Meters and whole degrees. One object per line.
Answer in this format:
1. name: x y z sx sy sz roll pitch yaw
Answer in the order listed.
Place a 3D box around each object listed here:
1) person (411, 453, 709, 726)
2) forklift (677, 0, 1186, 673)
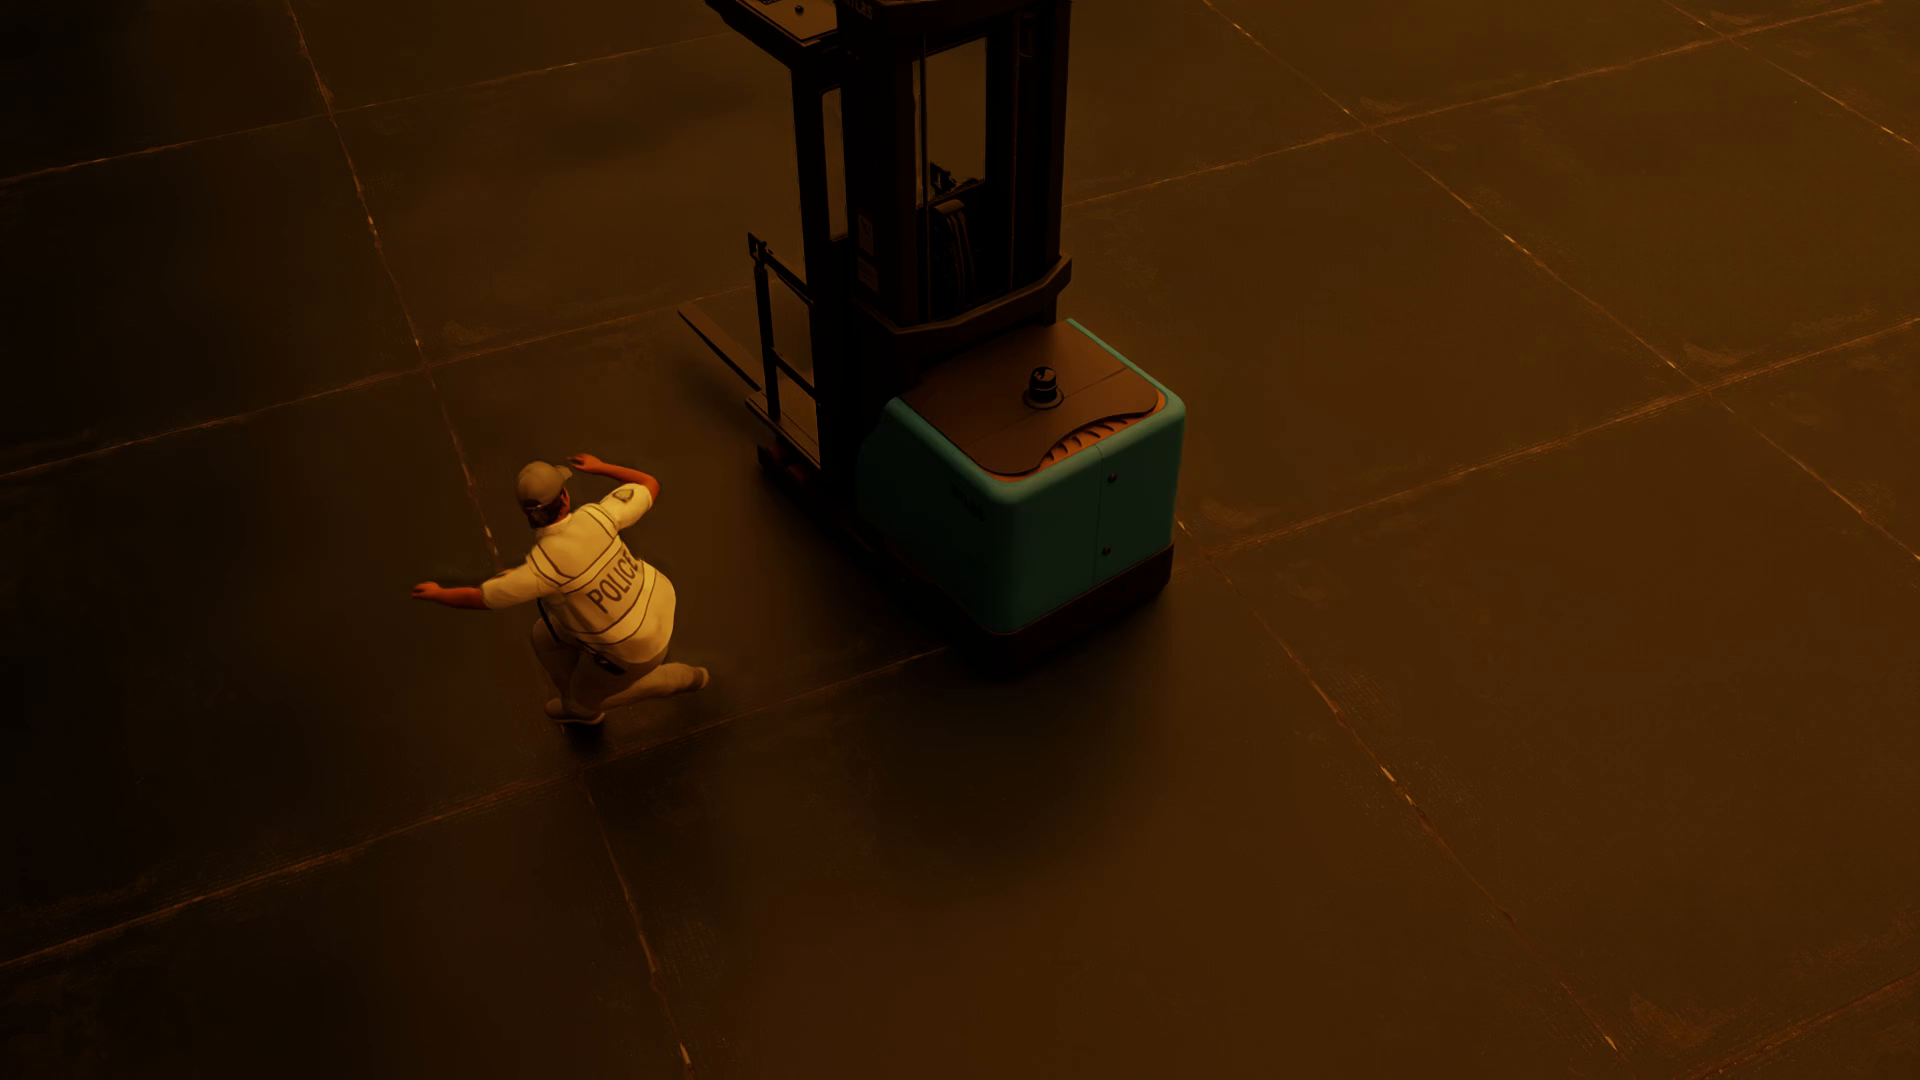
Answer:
1. person: -1.573 0.202 6.600 1.063 1.417 0.774 4 43 4
2. forklift: -0.330 -1.459 7.244 1.130 2.935 3.031 -27 49 -26
